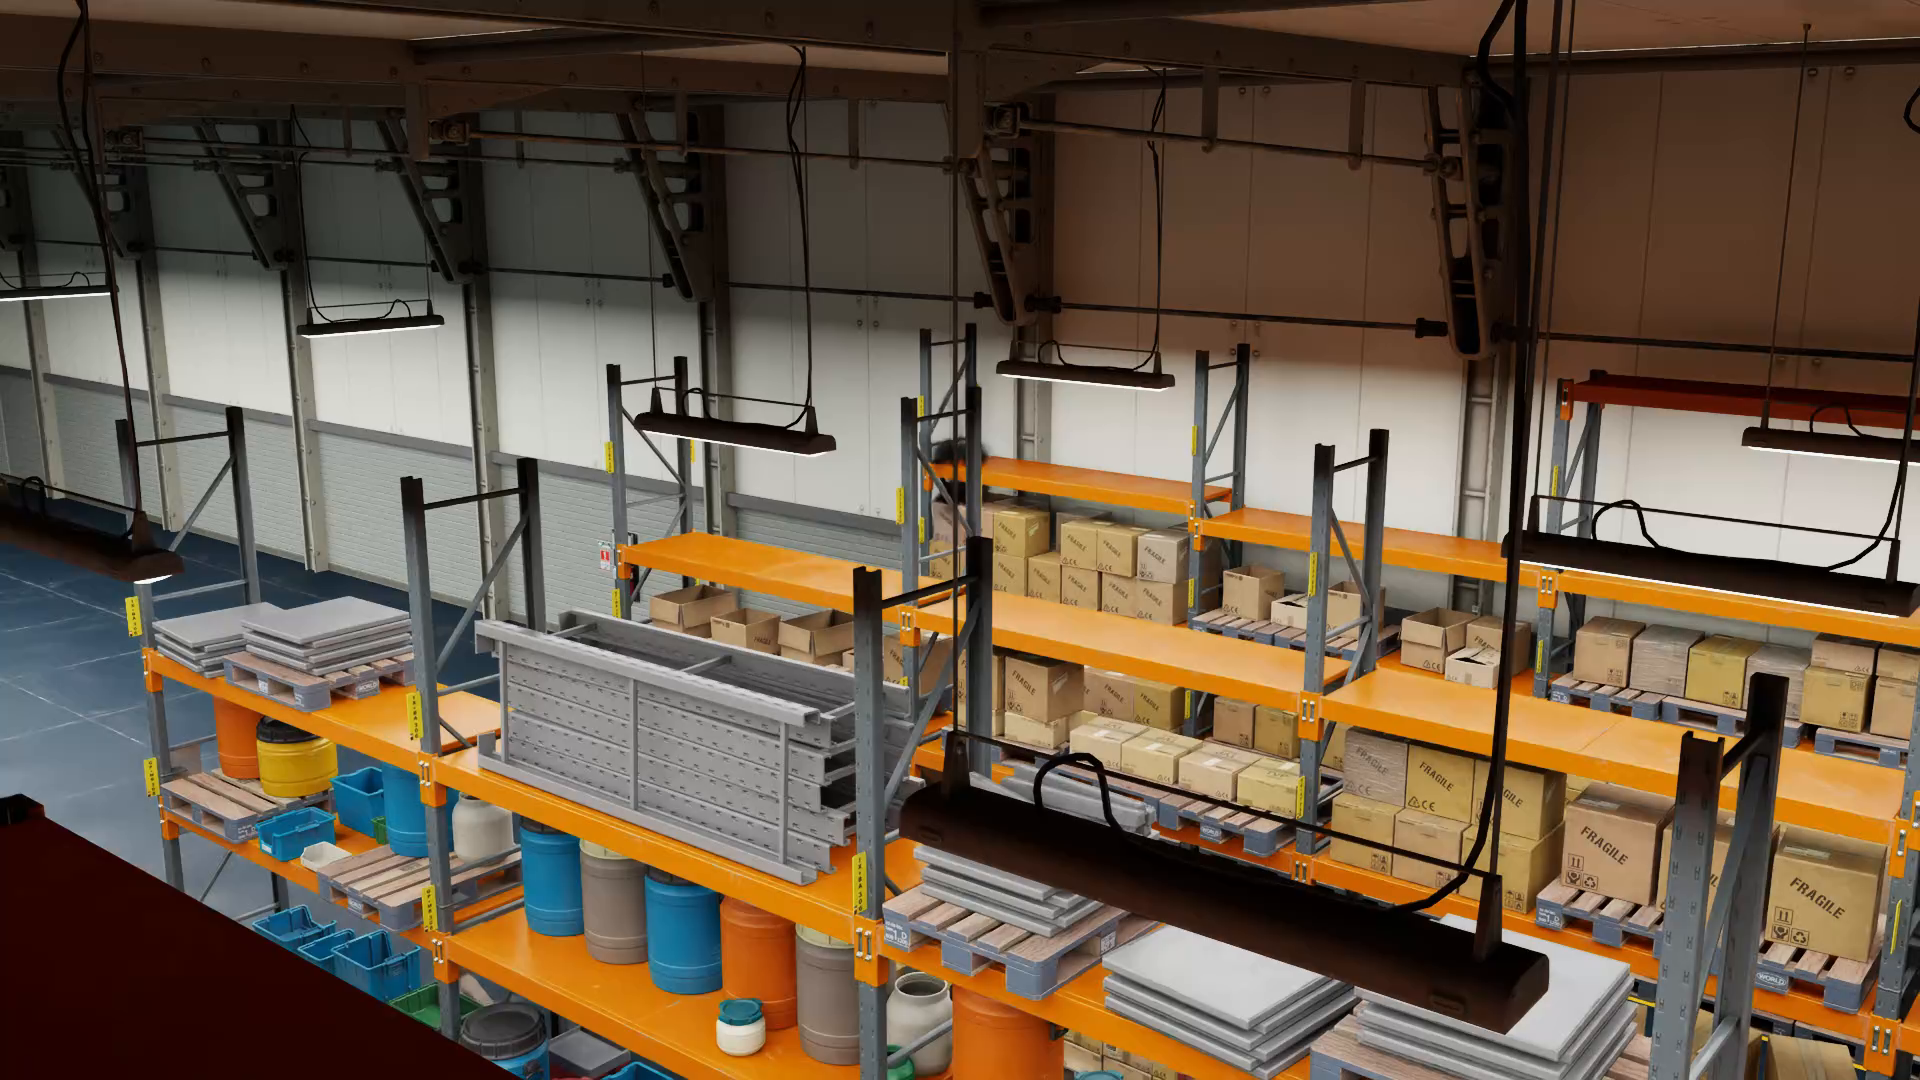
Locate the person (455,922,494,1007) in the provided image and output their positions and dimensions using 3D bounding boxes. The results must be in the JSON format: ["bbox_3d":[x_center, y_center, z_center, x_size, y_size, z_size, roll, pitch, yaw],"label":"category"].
[{"bbox_3d":[-4.646,3.769,15.632,0.852,1.754,0.647,8,15,30],"label":"person"}]
